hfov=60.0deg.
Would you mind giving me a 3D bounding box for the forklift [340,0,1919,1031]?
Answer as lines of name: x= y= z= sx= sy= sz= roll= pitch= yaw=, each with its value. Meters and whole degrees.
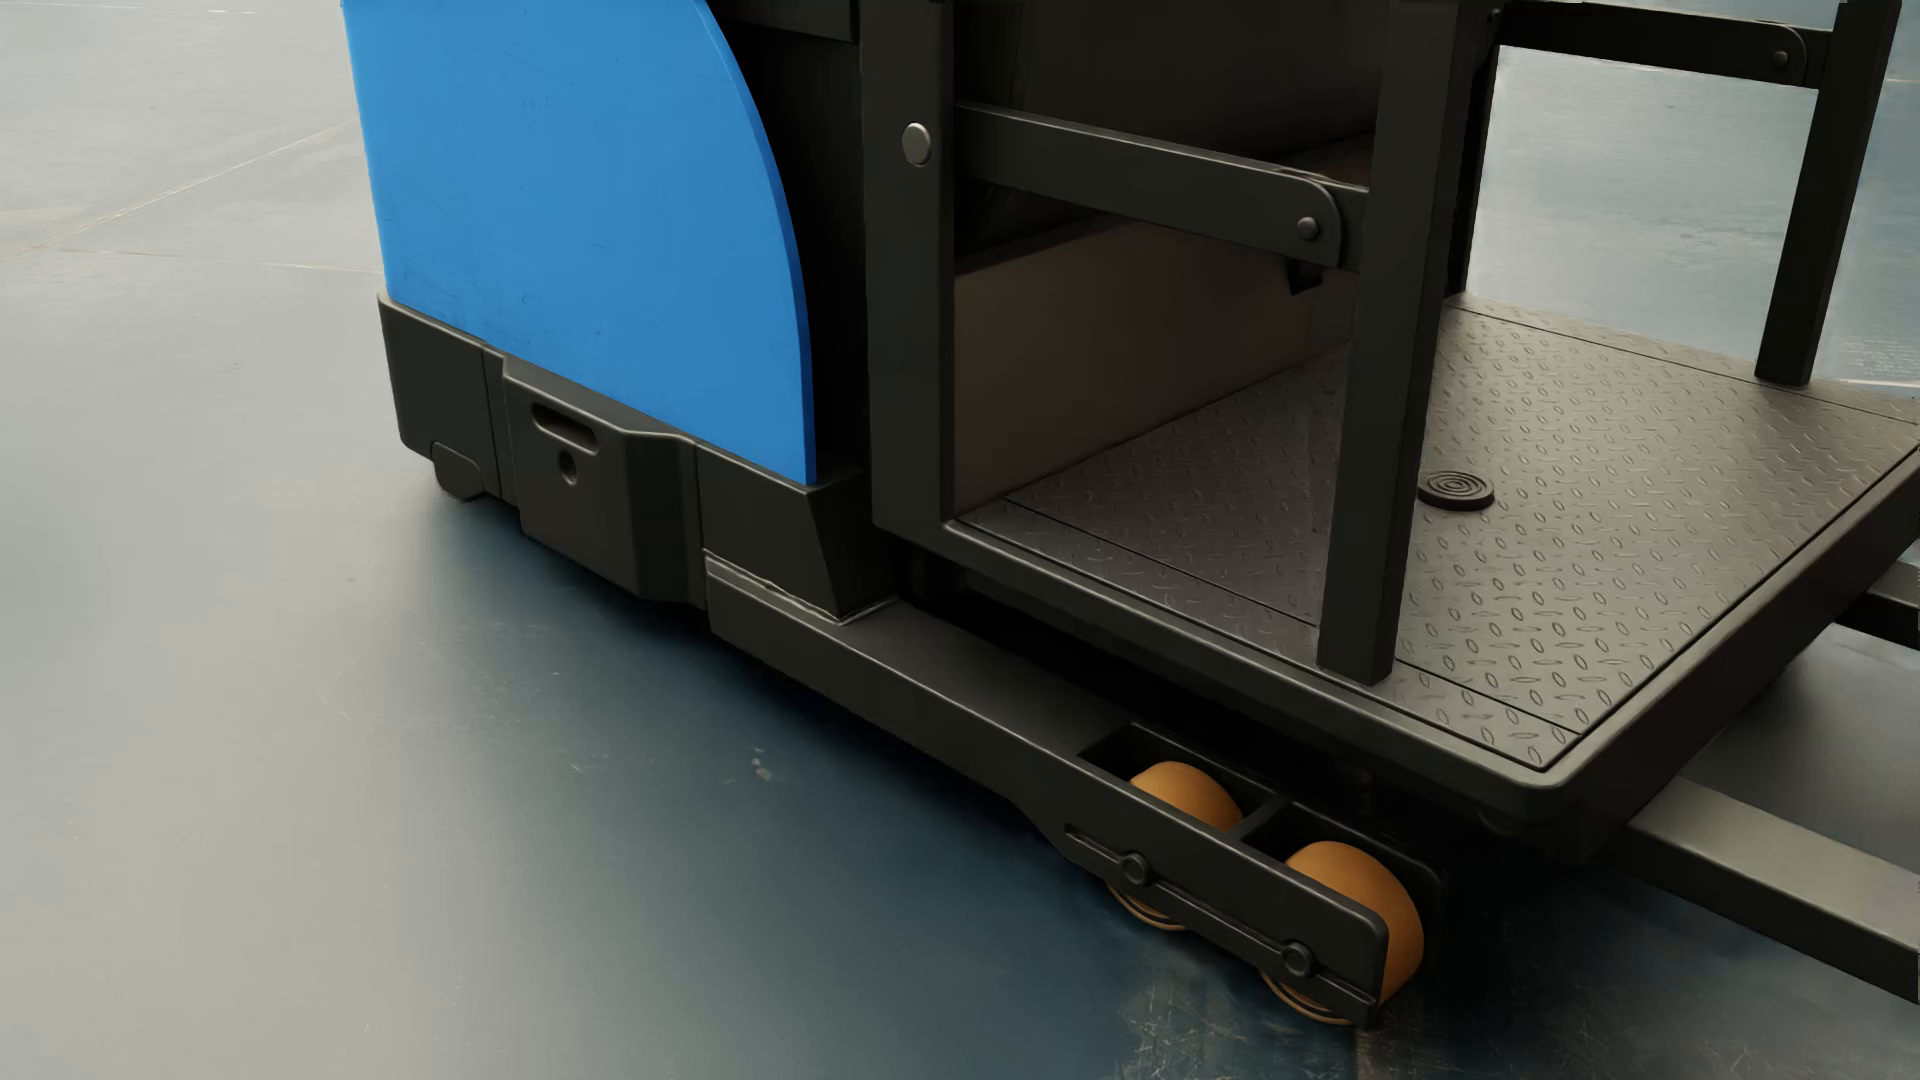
forklift: x=0.503 y=-1.114 z=1.454 sx=3.031 sy=2.935 sz=1.130 roll=24 pitch=35 yaw=39
